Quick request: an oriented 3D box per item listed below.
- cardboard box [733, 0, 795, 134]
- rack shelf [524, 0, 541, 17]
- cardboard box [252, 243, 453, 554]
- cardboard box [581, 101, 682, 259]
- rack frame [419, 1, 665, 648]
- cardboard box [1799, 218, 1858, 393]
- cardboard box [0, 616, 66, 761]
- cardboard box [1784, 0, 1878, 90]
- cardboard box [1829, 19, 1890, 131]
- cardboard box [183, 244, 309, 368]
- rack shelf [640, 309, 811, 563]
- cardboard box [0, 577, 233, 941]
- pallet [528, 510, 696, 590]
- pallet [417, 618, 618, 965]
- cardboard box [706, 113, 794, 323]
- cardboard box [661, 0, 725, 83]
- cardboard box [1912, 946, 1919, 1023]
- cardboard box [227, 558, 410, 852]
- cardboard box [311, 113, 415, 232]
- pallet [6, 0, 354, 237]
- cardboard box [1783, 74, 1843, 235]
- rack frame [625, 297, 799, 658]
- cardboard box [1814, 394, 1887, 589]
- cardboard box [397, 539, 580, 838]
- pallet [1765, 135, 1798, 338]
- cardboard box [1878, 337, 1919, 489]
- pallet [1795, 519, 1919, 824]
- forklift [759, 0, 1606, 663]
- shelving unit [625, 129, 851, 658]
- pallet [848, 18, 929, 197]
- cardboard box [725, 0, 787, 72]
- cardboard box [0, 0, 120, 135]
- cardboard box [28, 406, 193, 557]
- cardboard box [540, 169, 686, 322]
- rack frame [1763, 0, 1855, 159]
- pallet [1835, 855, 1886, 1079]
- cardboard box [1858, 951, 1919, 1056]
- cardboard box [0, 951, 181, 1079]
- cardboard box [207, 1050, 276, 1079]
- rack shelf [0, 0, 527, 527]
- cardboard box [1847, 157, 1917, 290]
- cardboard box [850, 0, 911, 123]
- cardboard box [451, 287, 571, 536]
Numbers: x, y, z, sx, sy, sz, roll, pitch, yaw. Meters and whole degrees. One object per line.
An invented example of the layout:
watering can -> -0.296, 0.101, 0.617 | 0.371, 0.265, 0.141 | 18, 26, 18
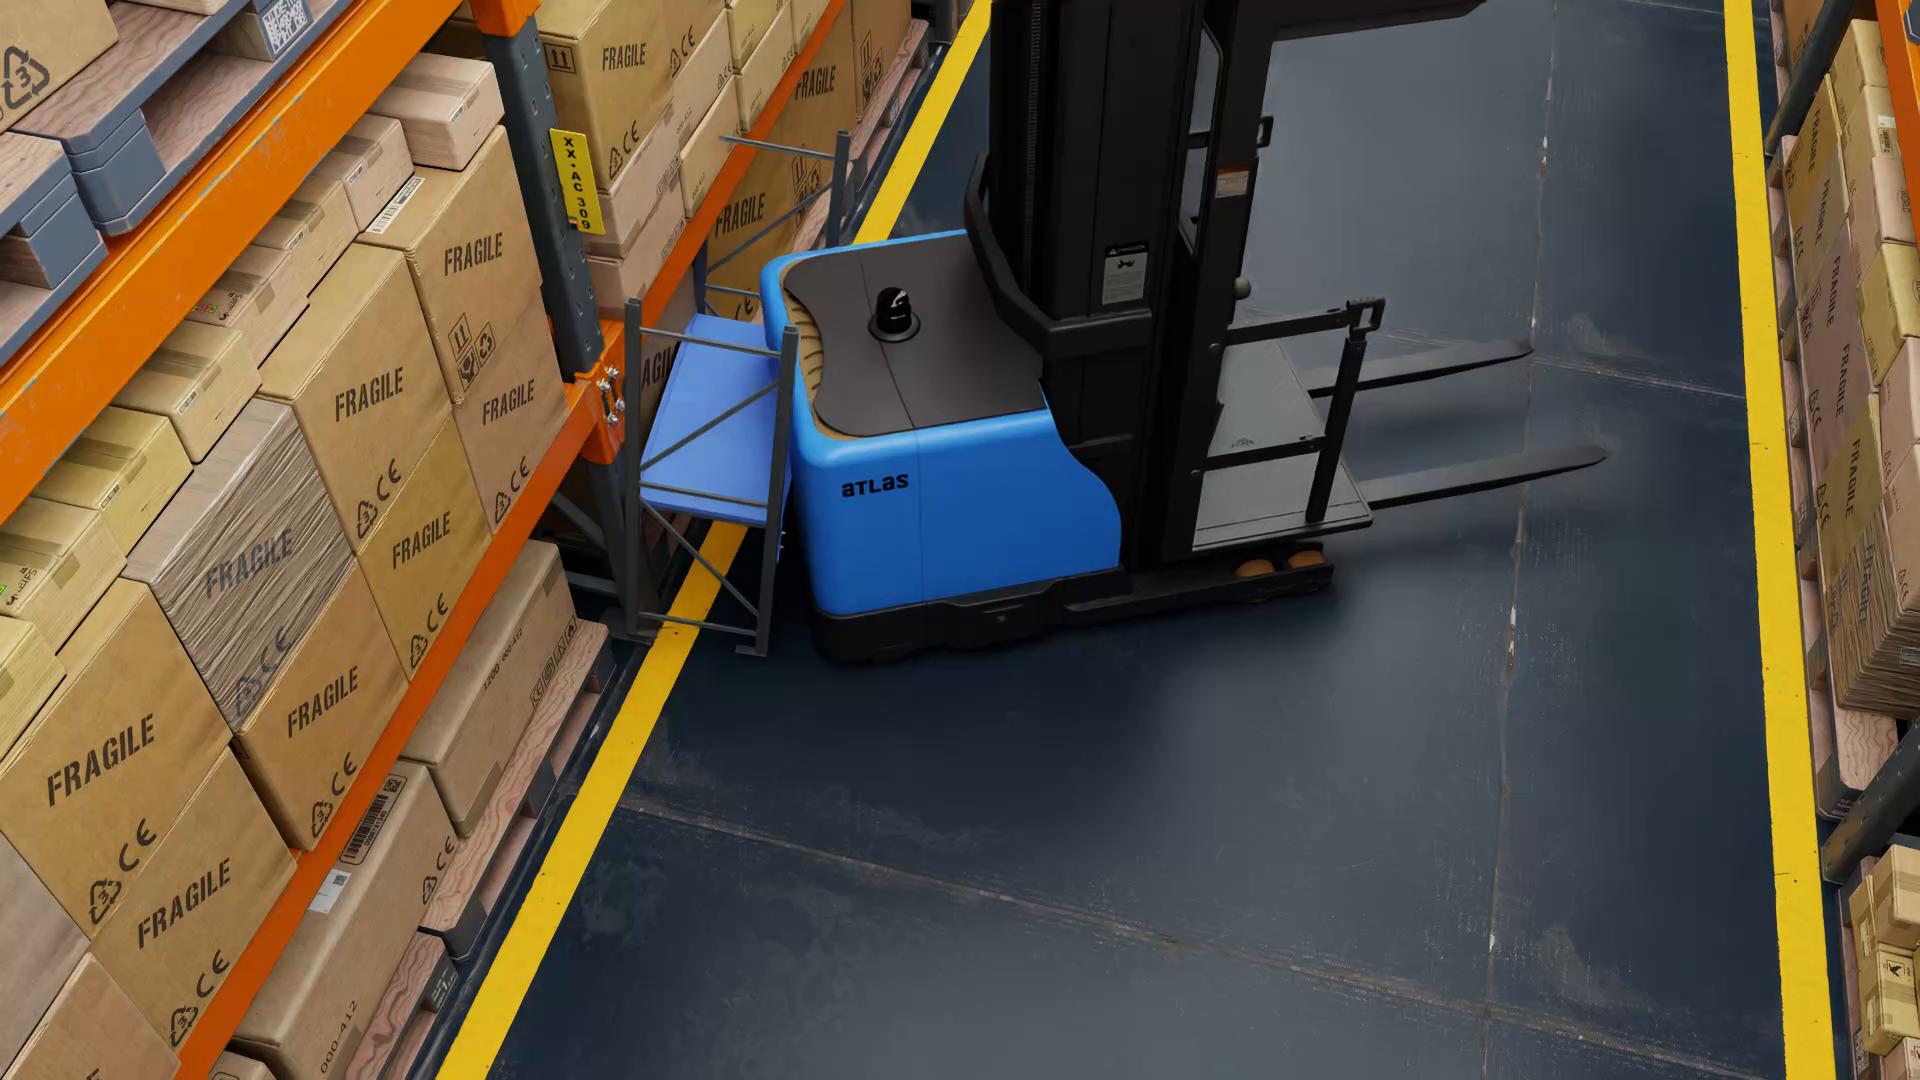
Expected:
cardboard box -> -0.907, -1.713, 5.861 | 0.500, 0.250, 0.500 | 11, 50, 10
rack shelf -> -1.036, -2.955, 5.337 | 1.077, 0.370, 4.000 | 12, 50, 10
cardboard box -> -1.561, -0.357, 3.830 | 0.500, 0.500, 0.500 | 11, 49, 9
cardboard box -> -1.174, -1.132, 5.015 | 0.500, 0.250, 0.500 | 10, 49, 9
rack frame -> -1.562, -0.754, 4.915 | 1.000, 3.000, 0.127 | 12, 50, 10
cardboard box -> 3.601, -0.857, 6.393 | 0.500, 0.500, 0.500 | 10, 49, 9
cardboard box -> -1.806, 0.245, 2.867 | 0.380, 0.149, 0.250 | 10, 49, 9
cardboard box -> 4.540, -2.561, 7.730 | 1.050, 0.750, 0.750 | 11, 49, 10
cardboard box -> 3.878, -1.852, 6.771 | 0.500, 0.250, 0.500 | 10, 49, 8
cardboard box -> -1.635, -0.512, 3.535 | 0.380, 0.149, 0.250 | 11, 50, 10
rack shelf -> -0.792, -0.388, 5.788 | 0.538, 0.185, 1.000 | 10, 47, -2
cardboard box -> -1.826, 0.374, 3.185 | 0.500, 0.500, 0.500 | 12, 50, 10
pallet -> -1.432, -0.404, 6.466 | 1.003, 0.211, 1.213 | 12, 50, 10
pallet -> -1.838, 0.703, 5.488 | 1.003, 0.211, 1.213 | 12, 50, 10
cardboard box -> -1.246, -1.309, 6.542 | 0.875, 0.875, 0.875 | 13, 50, 11
cardboard box -> -1.062, -1.753, 5.063 | 0.500, 0.500, 0.500 | 11, 50, 10
cardboard box -> 2.856, 1.256, 4.564 | 0.380, 0.149, 0.250 | 12, 50, 10
cardboard box -> -1.686, 0.339, 3.884 | 0.500, 0.500, 0.500 | 11, 49, 9
cardboard box -> -1.510, -0.878, 3.858 | 0.380, 0.149, 0.250 | 13, 50, 11
pallet -> -1.788, -1.127, 3.303 | 1.003, 0.211, 1.213 | 12, 50, 10
cardboard box -> 3.861, -1.594, 7.043 | 0.500, 0.500, 0.500 | 10, 49, 8
rack frame -> -0.818, -0.141, 5.309 | 0.500, 1.500, 0.032 | 10, 47, -2
cardboard box -> 3.327, -0.118, 5.741 | 0.500, 0.500, 0.500 | 11, 49, 9
cardboard box -> -1.831, 0.388, 5.336 | 0.875, 0.438, 0.875 | 11, 49, 9
pallet -> 4.086, -1.256, 7.218 | 1.003, 0.211, 1.213 | 12, 50, 10
cardboard box -> 3.340, -0.368, 5.461 | 0.500, 0.250, 0.500 | 14, 50, 12
pallet -> 3.444, 0.509, 5.660 | 1.003, 0.211, 1.213 | 12, 50, 10
forklift -> 0.874, -1.121, 5.285 | 3.031, 2.935, 1.130 | -10, 49, -9
shelving unit -> -0.766, -0.509, 5.657 | 0.538, 1.500, 1.048 | 10, 47, -2
pallet -> -0.789, -2.169, 8.024 | 1.003, 0.211, 1.213 | 12, 50, 10
cardboard box -> -0.906, -1.875, 5.671 | 0.500, 0.250, 0.500 | 12, 50, 11
cardboard box -> -1.886, -0.971, 2.690 | 0.797, 0.503, 0.637 | 15, 50, 13
cardboard box -> -1.734, -0.135, 3.202 | 0.380, 0.149, 0.250 | 11, 49, 9
cardboard box -> -1.192, -0.970, 5.206 | 0.500, 0.250, 0.500 | 11, 49, 9
rack frame -> 4.293, -2.743, 6.671 | 1.000, 3.000, 0.127 | 12, 50, 10
pallet -> 3.097, 1.565, 4.728 | 1.003, 0.211, 1.213 | 12, 50, 10
cardboard box -> 2.764, 1.347, 4.682 | 0.380, 0.149, 0.250 | 13, 50, 11
cardboard box -> -1.954, 1.080, 3.229 | 0.500, 0.500, 0.500 | 11, 50, 10
cardboard box -> -2.305, 1.688, 4.189 | 0.875, 0.438, 0.875 | 13, 50, 11
rack shelf -> -2.088, -0.062, 2.783 | 1.077, 0.370, 4.000 | 12, 50, 10
cardboard box -> 3.602, -1.130, 6.134 | 0.500, 0.250, 0.500 | 12, 50, 10
cardboard box -> -0.771, -2.600, 7.681 | 0.875, 0.875, 0.875 | 11, 50, 10
cardboard box -> -1.438, -0.401, 4.537 | 0.500, 0.500, 0.500 | 12, 50, 10
